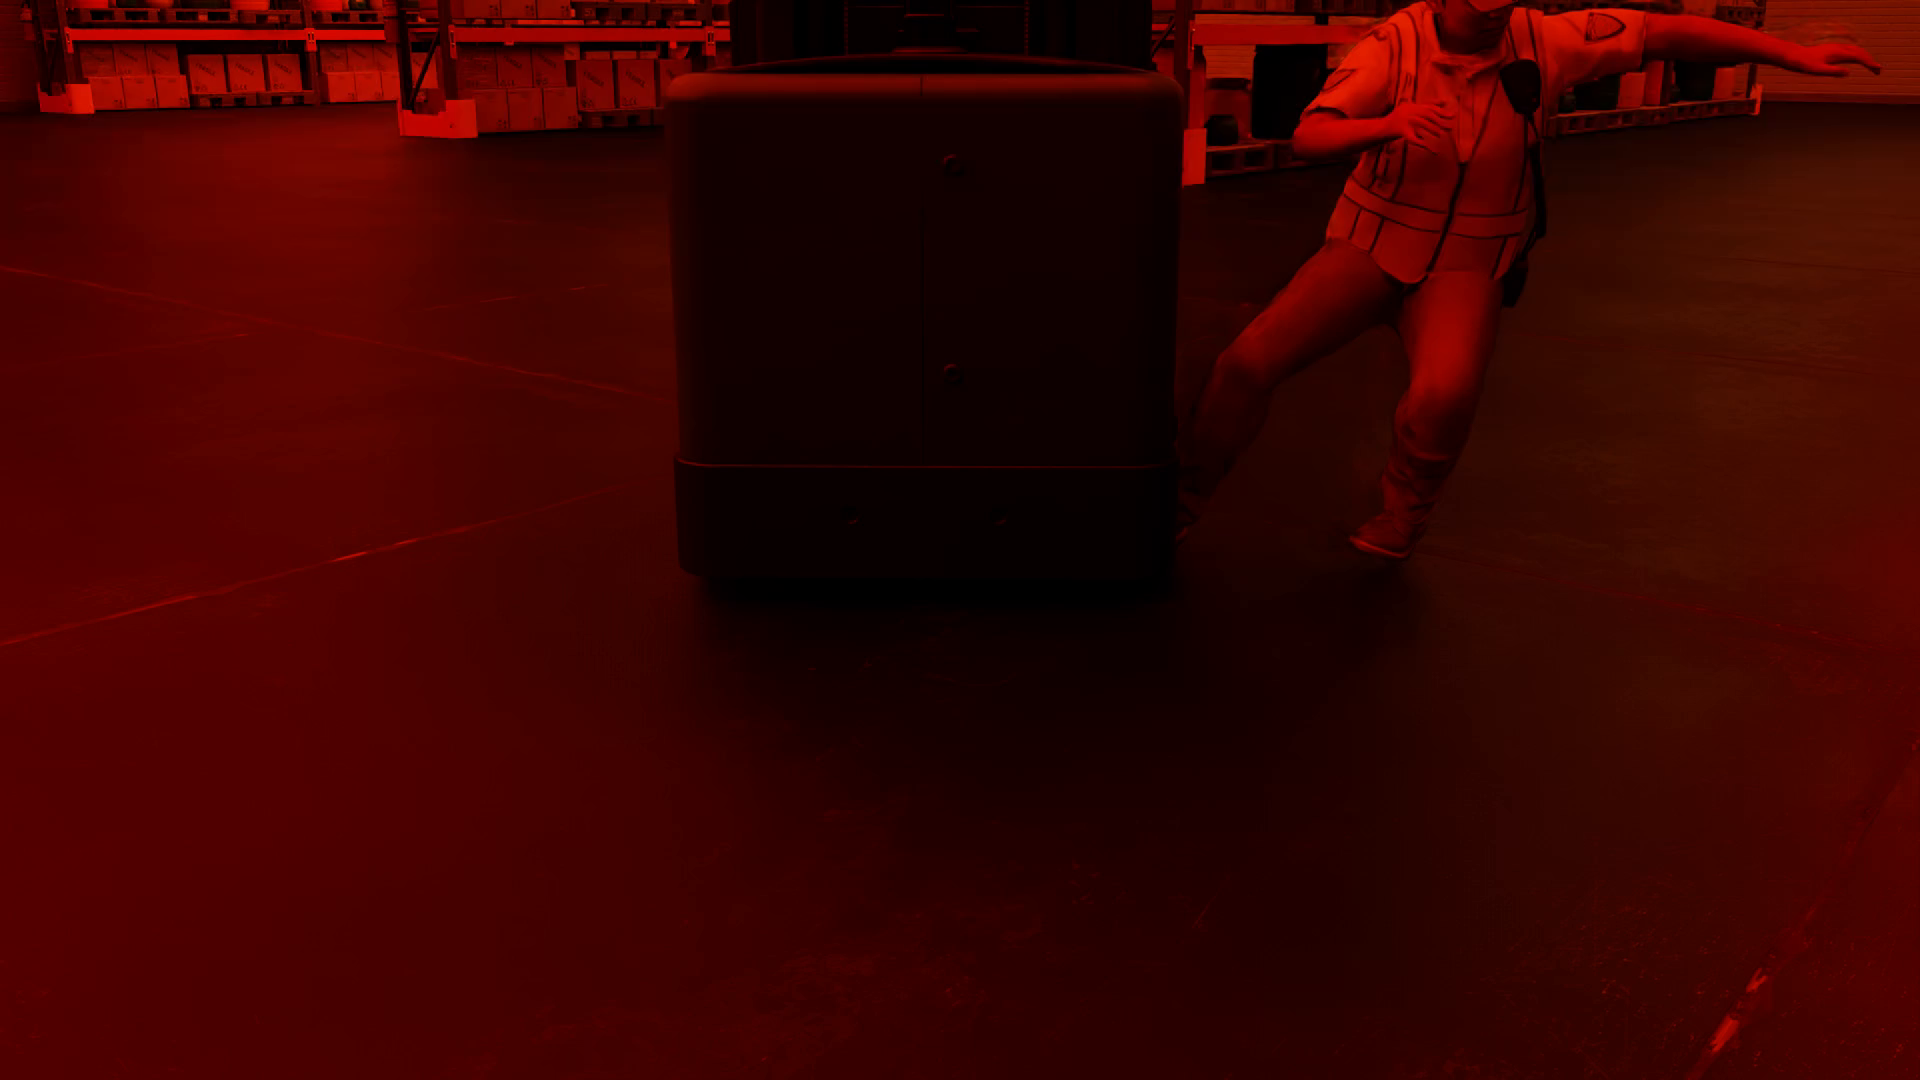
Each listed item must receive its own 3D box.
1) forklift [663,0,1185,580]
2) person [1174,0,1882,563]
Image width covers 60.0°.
[{"bbox_3d":[-0.045,-1.692,4.471,1.130,2.935,3.031,0,17,1],"label":"forklift"},{"bbox_3d":[1.024,-0.586,3.513,1.526,1.390,0.792,2,17,7],"label":"person"}]
